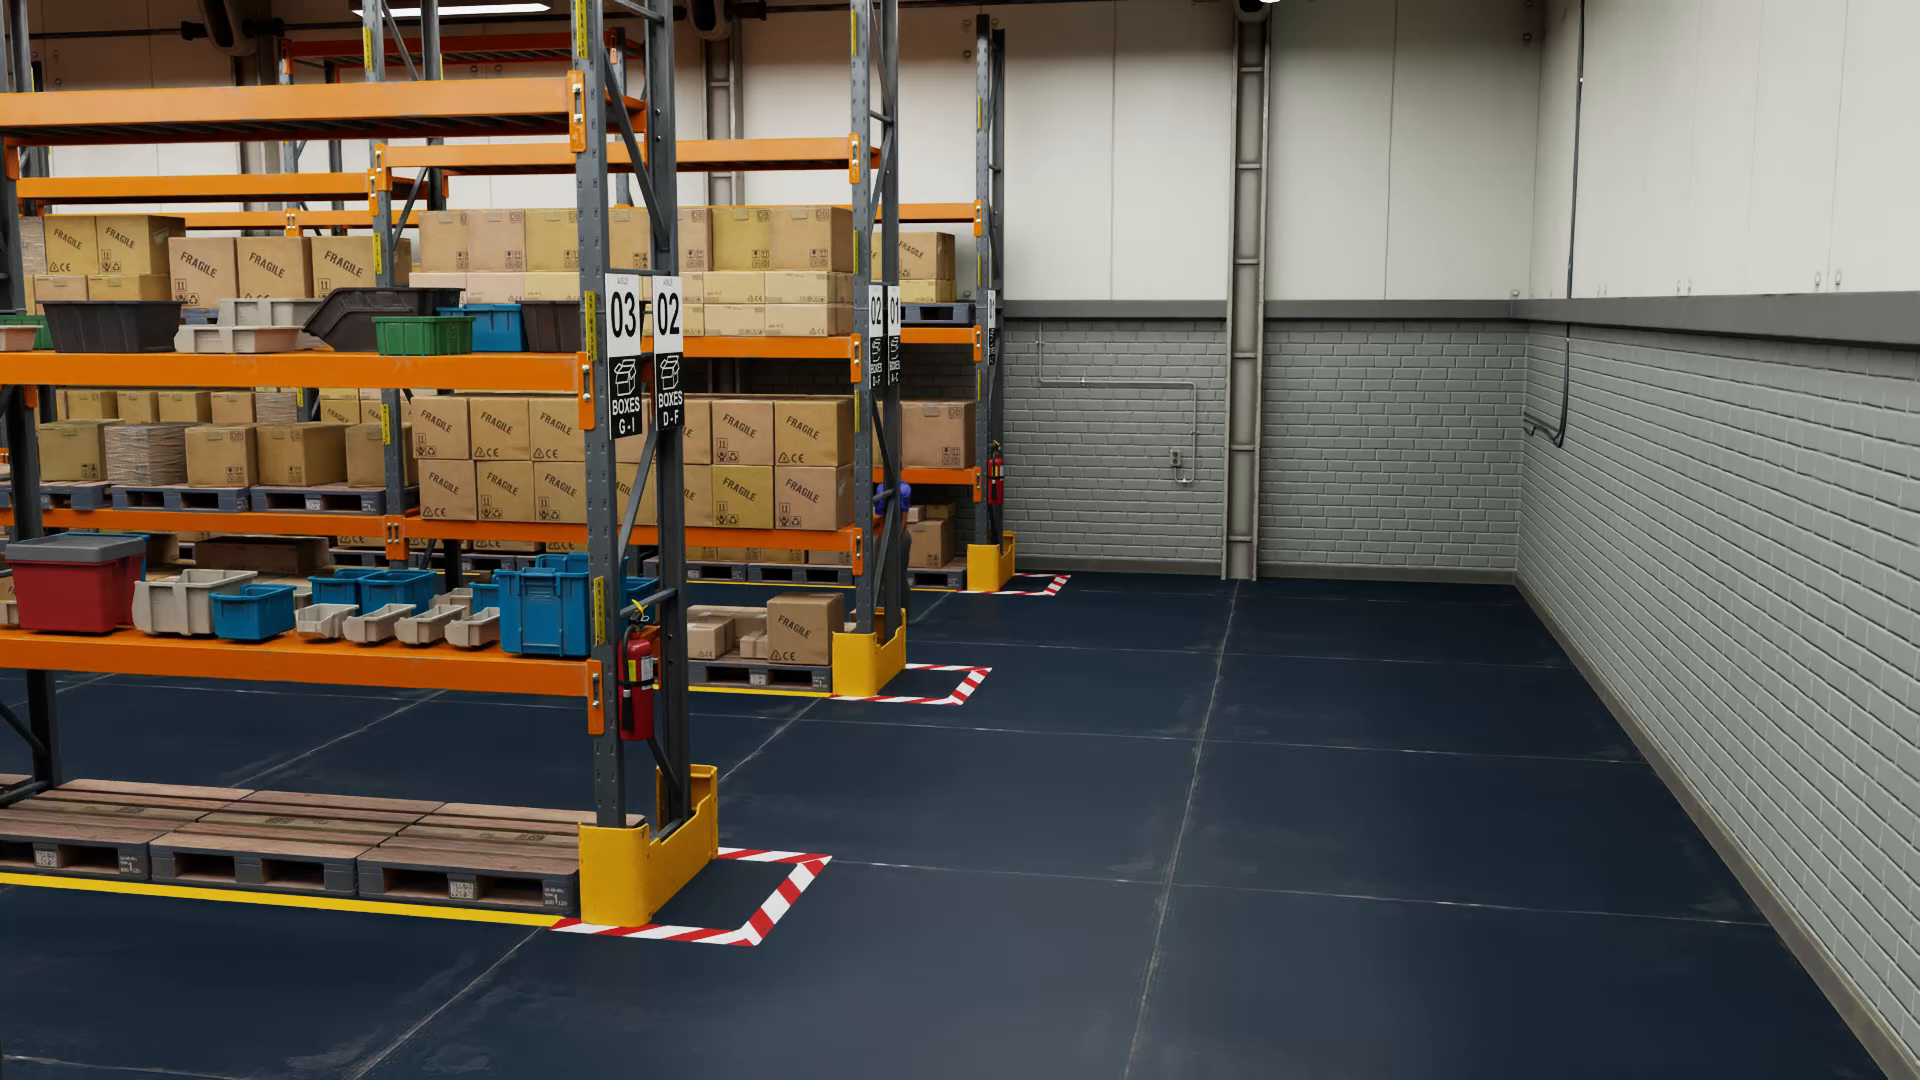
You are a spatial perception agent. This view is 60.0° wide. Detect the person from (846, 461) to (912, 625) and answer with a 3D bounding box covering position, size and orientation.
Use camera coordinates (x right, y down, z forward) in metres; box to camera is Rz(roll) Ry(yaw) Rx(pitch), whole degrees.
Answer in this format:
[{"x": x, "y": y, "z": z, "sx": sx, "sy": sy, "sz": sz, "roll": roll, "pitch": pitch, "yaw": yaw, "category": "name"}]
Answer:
[{"x": -0.752, "y": 0.015, "z": 15.673, "sx": 0.630, "sy": 1.649, "sz": 0.437, "roll": -8, "pitch": 11, "yaw": -43, "category": "person"}]
